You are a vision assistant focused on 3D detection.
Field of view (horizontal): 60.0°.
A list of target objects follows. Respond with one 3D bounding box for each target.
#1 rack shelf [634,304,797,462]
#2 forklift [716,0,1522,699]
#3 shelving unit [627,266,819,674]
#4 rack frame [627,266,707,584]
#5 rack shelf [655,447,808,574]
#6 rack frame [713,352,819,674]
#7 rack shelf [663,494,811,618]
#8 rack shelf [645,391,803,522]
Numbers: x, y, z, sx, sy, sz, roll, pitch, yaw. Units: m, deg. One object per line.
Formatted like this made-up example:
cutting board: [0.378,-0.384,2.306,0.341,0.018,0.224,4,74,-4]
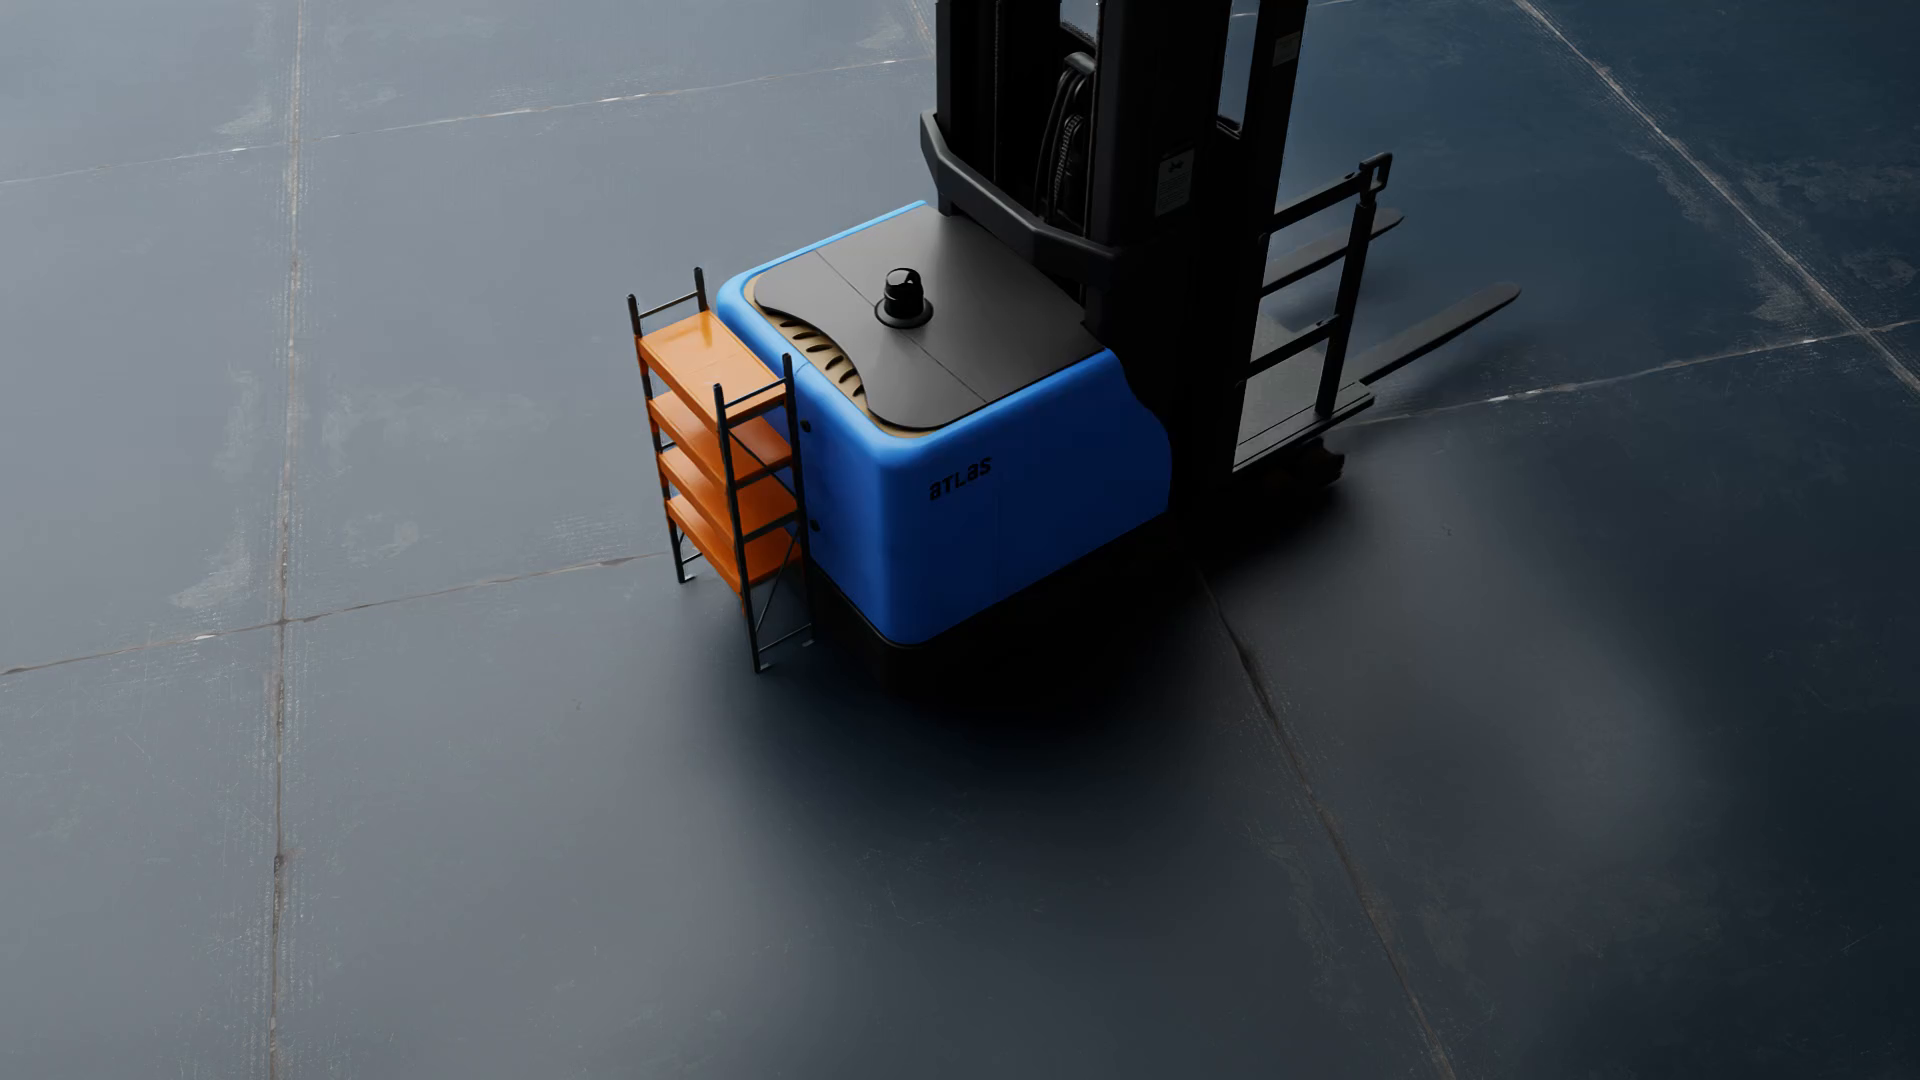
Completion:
rack shelf: [-0.708,-0.459,4.809,0.258,0.148,0.480,-28,52,-24]
forklift: [0.739,-1.390,5.060,3.031,2.935,1.130,-28,52,-24]
shelving unit: [-0.708,-0.184,5.090,0.258,1.200,0.503,-28,52,-24]
rack frame: [-0.851,-0.325,5.228,0.240,1.200,0.015,-28,52,-24]
rack shelf: [-0.708,-0.137,5.138,0.258,0.148,0.480,-28,52,-24]
rack frame: [-0.564,-0.044,4.952,0.240,1.200,0.015,-28,52,-24]
rack shelf: [-0.707,0.001,5.280,0.258,0.148,0.480,-28,52,-24]
rack shelf: [-0.708,-0.294,4.978,0.258,0.148,0.480,-28,52,-24]
